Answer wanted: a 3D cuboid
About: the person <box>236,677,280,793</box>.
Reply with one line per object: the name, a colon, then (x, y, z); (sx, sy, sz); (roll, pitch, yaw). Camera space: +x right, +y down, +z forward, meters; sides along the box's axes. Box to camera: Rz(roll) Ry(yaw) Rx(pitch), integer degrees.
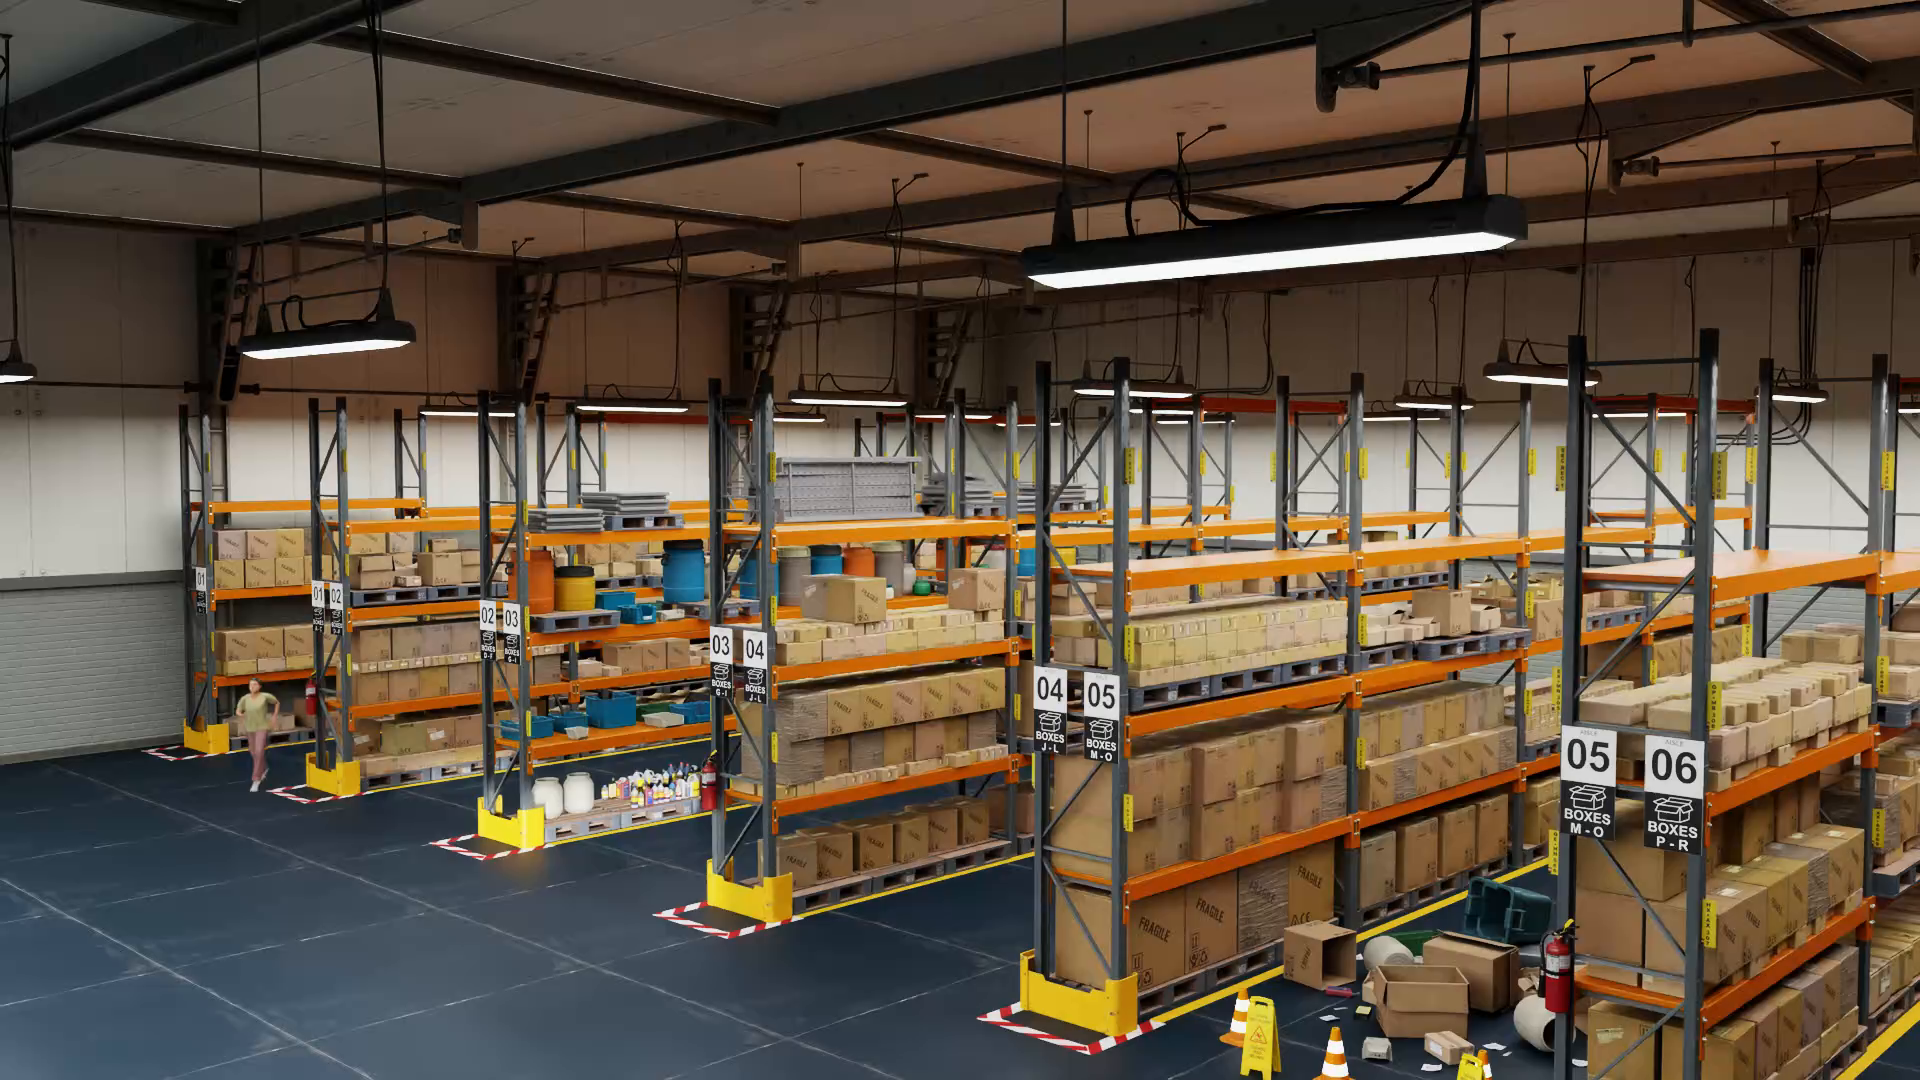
person: (-10.848, 2.963, 25.652); (0.583, 1.714, 0.872); (0, 3, -2)
